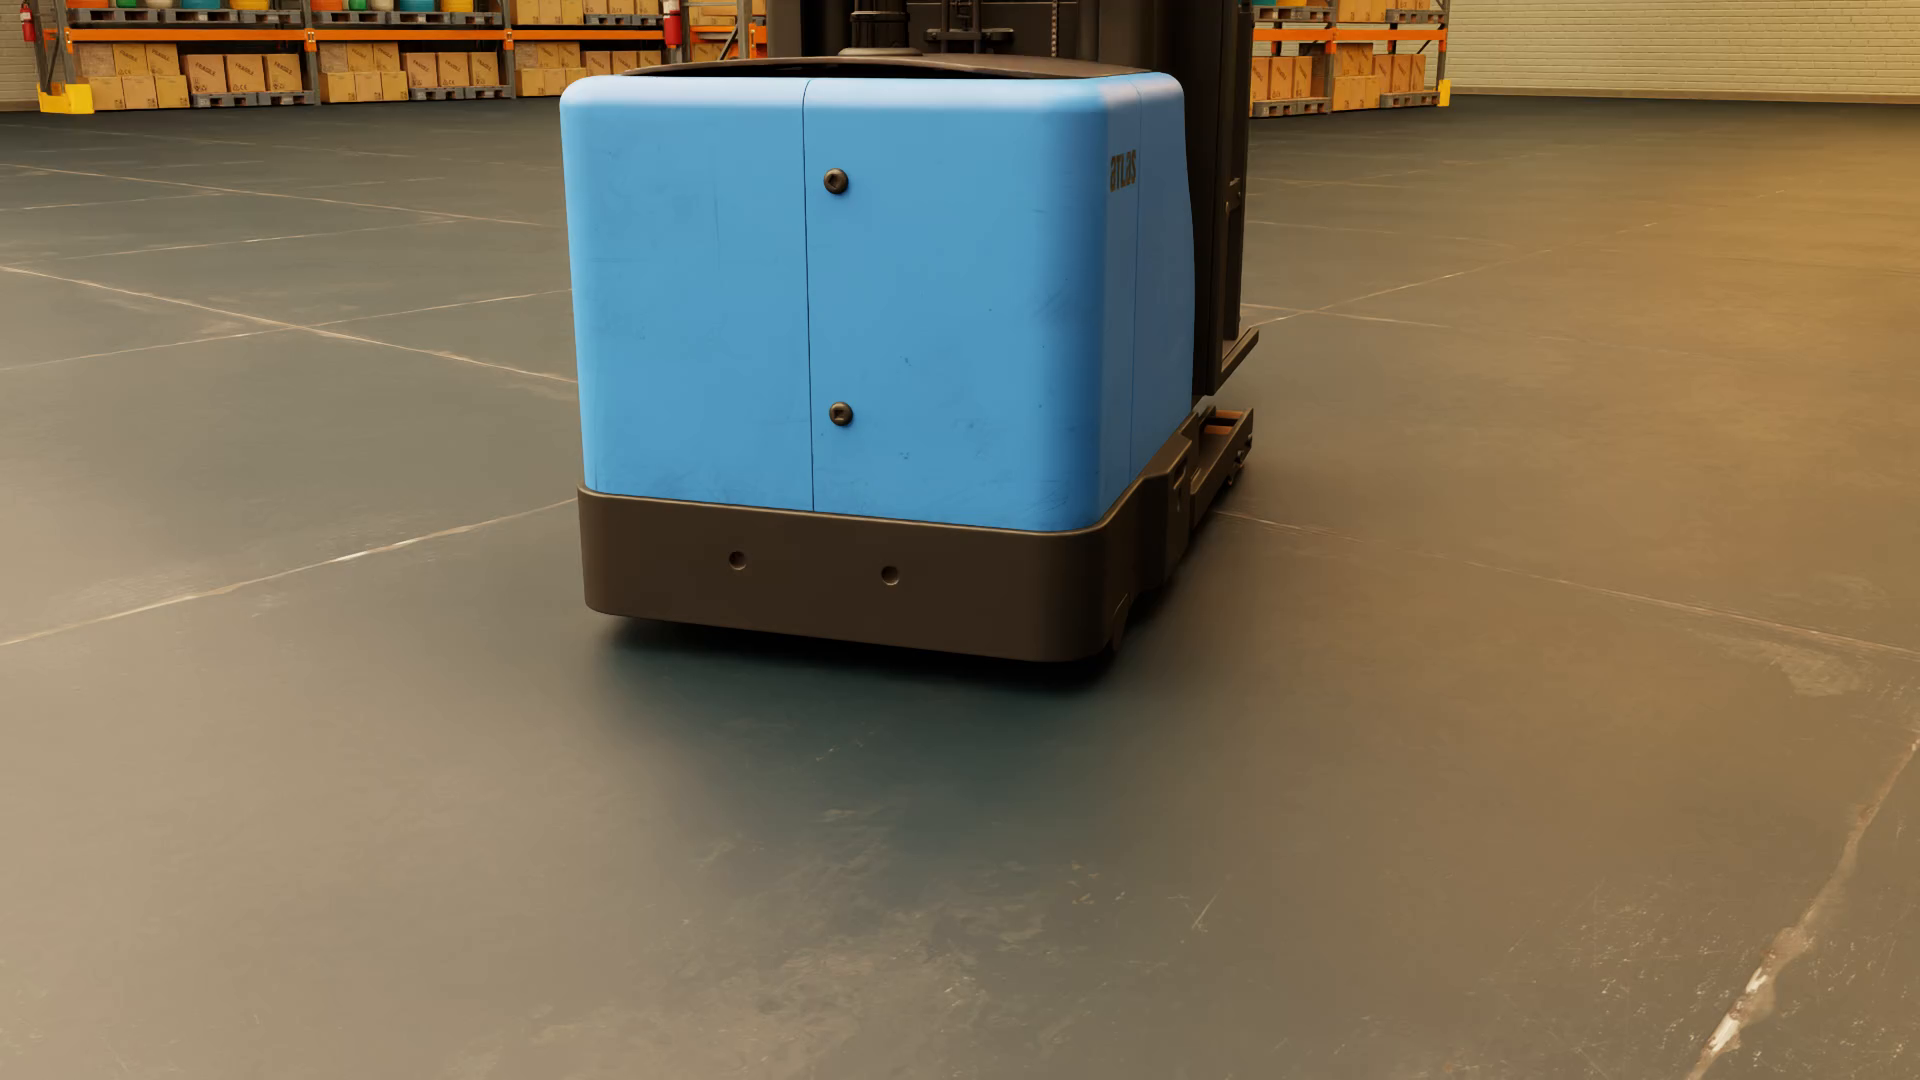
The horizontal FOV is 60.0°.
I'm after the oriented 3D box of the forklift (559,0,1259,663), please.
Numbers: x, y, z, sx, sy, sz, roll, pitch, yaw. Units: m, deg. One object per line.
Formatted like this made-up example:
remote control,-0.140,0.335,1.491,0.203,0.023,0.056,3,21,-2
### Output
forklift,0.182,-1.571,4.072,1.130,2.935,3.031,5,18,17
